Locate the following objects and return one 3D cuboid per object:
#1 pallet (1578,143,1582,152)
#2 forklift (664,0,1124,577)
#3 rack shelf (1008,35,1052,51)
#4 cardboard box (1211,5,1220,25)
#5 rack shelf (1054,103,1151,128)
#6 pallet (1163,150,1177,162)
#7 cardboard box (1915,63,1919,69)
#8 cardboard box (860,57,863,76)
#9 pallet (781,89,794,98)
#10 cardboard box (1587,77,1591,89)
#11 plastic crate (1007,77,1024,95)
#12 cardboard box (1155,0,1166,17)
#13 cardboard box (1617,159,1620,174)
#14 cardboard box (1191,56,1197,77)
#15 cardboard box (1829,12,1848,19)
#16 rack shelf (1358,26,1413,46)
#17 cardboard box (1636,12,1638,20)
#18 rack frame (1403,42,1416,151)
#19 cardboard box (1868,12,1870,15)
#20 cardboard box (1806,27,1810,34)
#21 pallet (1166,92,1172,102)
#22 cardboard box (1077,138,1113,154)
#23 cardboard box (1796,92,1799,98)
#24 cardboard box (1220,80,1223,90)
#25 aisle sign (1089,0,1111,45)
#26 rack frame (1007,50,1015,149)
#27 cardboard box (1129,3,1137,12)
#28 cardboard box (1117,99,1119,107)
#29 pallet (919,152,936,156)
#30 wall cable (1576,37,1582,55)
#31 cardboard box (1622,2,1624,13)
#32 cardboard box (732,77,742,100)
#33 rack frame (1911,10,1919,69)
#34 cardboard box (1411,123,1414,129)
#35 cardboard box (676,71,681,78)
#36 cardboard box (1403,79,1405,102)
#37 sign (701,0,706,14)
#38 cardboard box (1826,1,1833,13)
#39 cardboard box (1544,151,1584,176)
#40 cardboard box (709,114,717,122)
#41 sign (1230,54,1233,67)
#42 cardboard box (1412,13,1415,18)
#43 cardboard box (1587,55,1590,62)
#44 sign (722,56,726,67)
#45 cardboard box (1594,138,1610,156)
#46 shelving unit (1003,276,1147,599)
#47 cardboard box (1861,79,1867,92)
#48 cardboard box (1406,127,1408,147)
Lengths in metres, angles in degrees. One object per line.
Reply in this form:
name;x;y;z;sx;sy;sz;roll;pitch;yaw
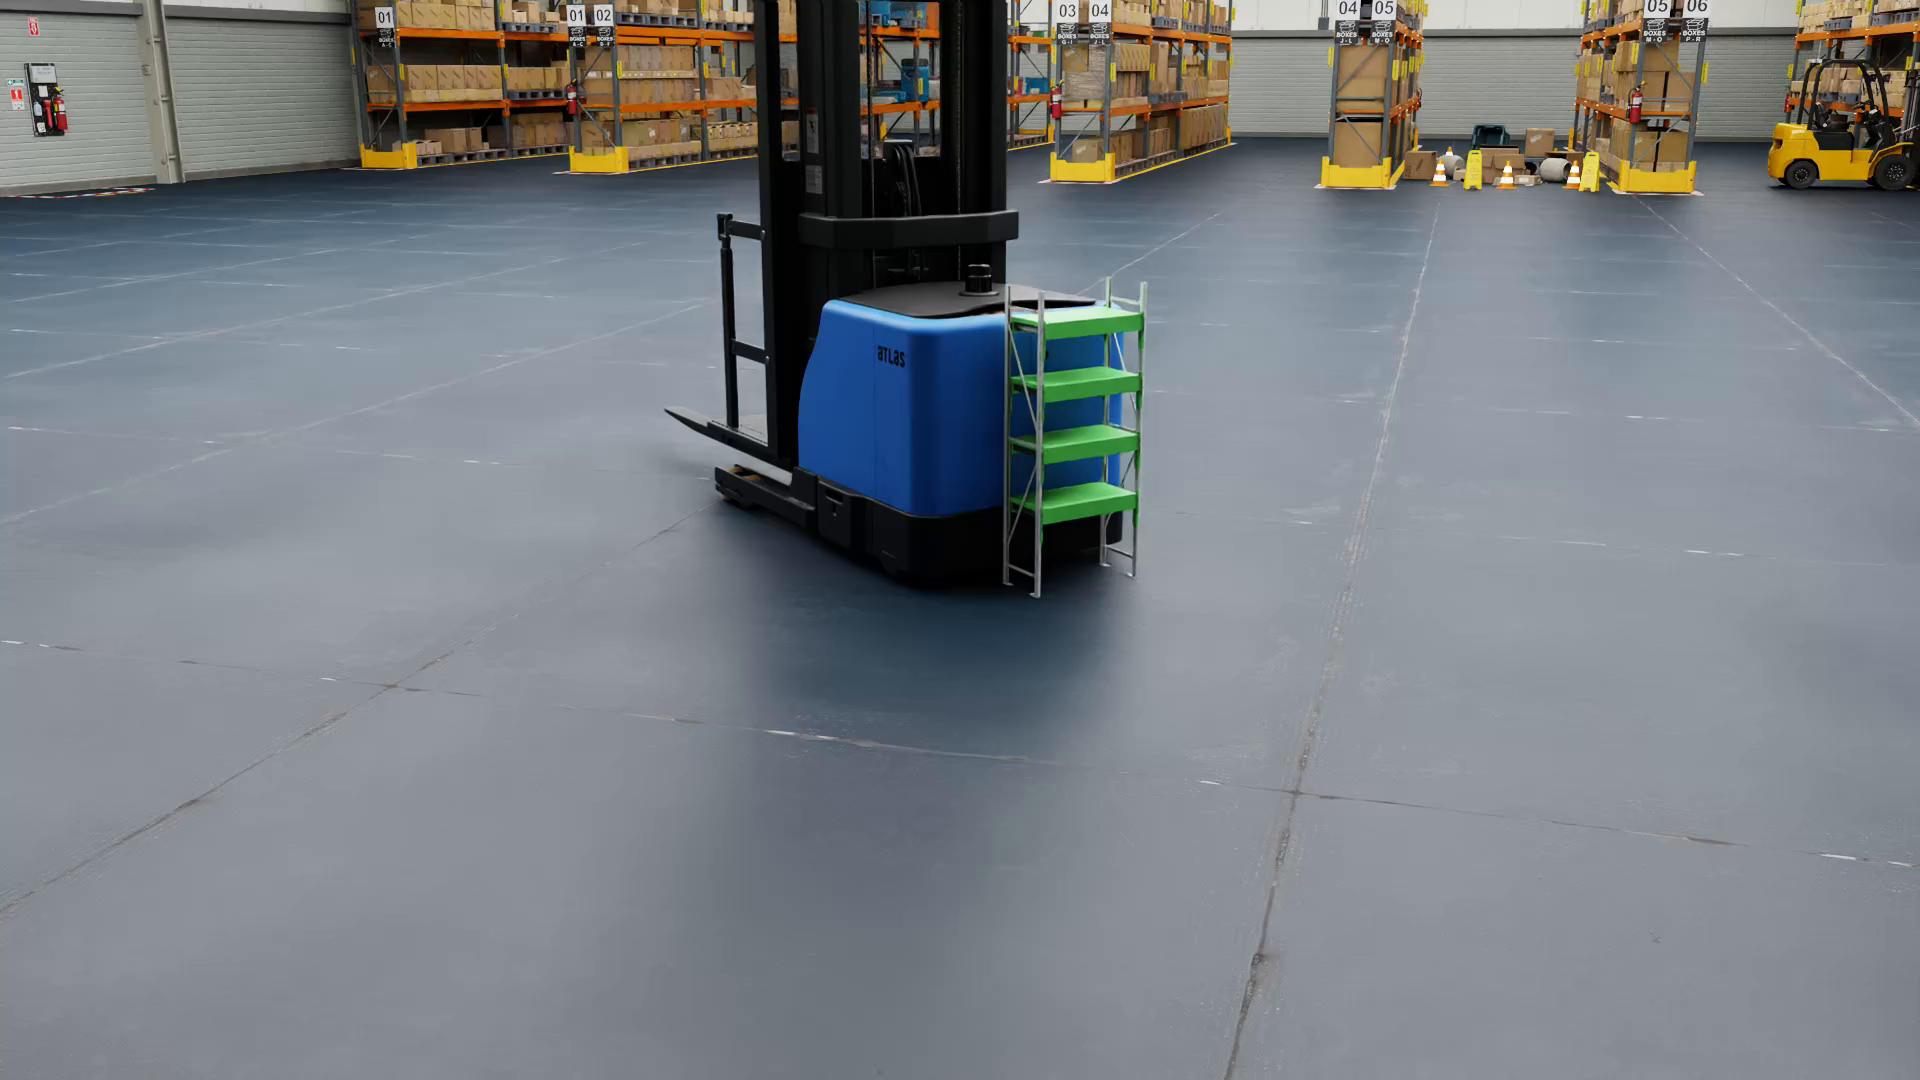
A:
pallet;15.795;-9.642;40.937;1.003;0.211;1.213;5;16;16
forklift;-0.519;-1.613;7.644;1.130;2.935;3.031;-10;19;-31
rack shelf;1.477;-13.243;44.344;1.077;0.370;4.000;5;16;16
cardboard box;6.264;-13.456;42.639;0.700;0.500;0.500;5;17;18
rack shelf;2.816;-8.277;32.331;1.077;0.370;4.000;5;16;16
pallet;4.297;-8.647;37.427;1.003;0.211;1.213;5;16;16
cardboard box;17.270;-8.436;29.659;0.380;0.149;0.250;5;17;17
cardboard box;-2.997;-13.043;45.803;0.500;0.500;0.500;5;17;18
pallet;-4.851;-11.052;41.149;1.213;0.211;1.003;5;16;16
cardboard box;14.763;-10.546;38.371;0.500;0.250;0.500;4;16;14
plastic crate;1.403;-11.897;43.549;0.402;0.464;0.583;5;16;16
cardboard box;3.879;-11.203;34.873;0.797;0.503;0.637;5;17;18
cardboard box;11.875;-6.577;29.291;0.500;0.250;0.500;5;16;16
cardboard box;5.278;-11.423;40.085;0.797;0.503;0.637;5;17;16
cardboard box;19.453;-11.612;36.781;0.380;0.149;0.250;5;17;17
rack shelf;8.679;-10.355;34.162;1.077;0.370;4.000;5;16;16
cardboard box;11.972;-9.101;28.883;0.380;0.149;0.250;4;16;14
rack frame;10.384;-10.828;40.007;1.000;3.000;0.127;5;16;16
cardboard box;18.744;-10.781;33.887;0.380;0.149;0.250;4;16;15
cardboard box;20.367;-12.127;39.551;0.380;0.149;0.250;5;16;16
pallet;3.997;-9.579;35.956;1.003;0.211;1.213;5;16;16
cardboard box;2.578;-7.420;31.804;0.500;0.500;0.500;10;18;30
cardboard box;20.671;-10.877;40.642;0.380;0.149;0.250;5;17;17
cardboard box;6.622;-11.943;43.669;0.500;0.250;0.500;4;16;14
aisle sign;2.517;-9.311;29.894;0.394;0.787;0.004;5;16;16
rack frame;0.909;-11.623;42.811;1.000;3.000;0.127;5;16;16
cardboard box;3.199;-10.256;32.038;0.380;0.149;0.250;5;17;18
cardboard box;2.783;-8.230;31.308;0.380;0.149;0.250;5;16;16
pallet;-1.179;-8.397;36.547;1.003;0.211;1.213;5;16;16
wall cable;17.876;-13.498;47.501;0.585;1.953;0.123;5;16;16
cardboard box;13.207;-10.380;32.436;0.500;0.250;0.500;5;17;17
cardboard box;-5.437;-10.570;38.913;0.500;0.500;0.500;4;16;13
rack frame;17.645;-7.994;30.015;1.000;3.000;0.127;5;16;16
cardboard box;11.378;-10.557;42.416;0.380;0.149;0.250;5;17;18
cardboard box;-6.203;-9.986;35.666;0.380;0.149;0.250;5;16;16
cardboard box;8.805;-9.163;33.953;0.500;0.500;0.500;5;16;16
sign;-5.580;-11.602;36.148;0.100;0.325;0.005;5;16;16
cardboard box;19.832;-11.992;37.427;0.500;0.250;0.500;5;16;16
cardboard box;11.276;-7.001;31.093;0.500;0.500;0.500;-10;19;-32
cardboard box;-7.556;-12.246;48.820;0.700;0.500;0.500;5;16;16
sign;7.310;-12.911;44.795;0.100;0.325;0.005;5;16;16
cardboard box;9.665;-11.401;36.349;0.500;0.500;0.500;5;16;16
cardboard box;15.028;-11.144;39.108;0.500;0.500;0.500;4;16;15
sign;-6.937;-14.063;48.857;0.100;0.325;0.005;5;16;16
cardboard box;13.852;-8.215;34.841;0.950;0.372;0.625;3;16;12
shelving unit;0.450;-0.411;6.581;0.503;1.200;0.258;-10;19;-31
cardboard box;18.398;-9.113;33.321;0.500;0.250;0.500;5;16;16
cardboard box;10.119;-9.346;38.595;0.500;0.500;0.500;4;16;15
